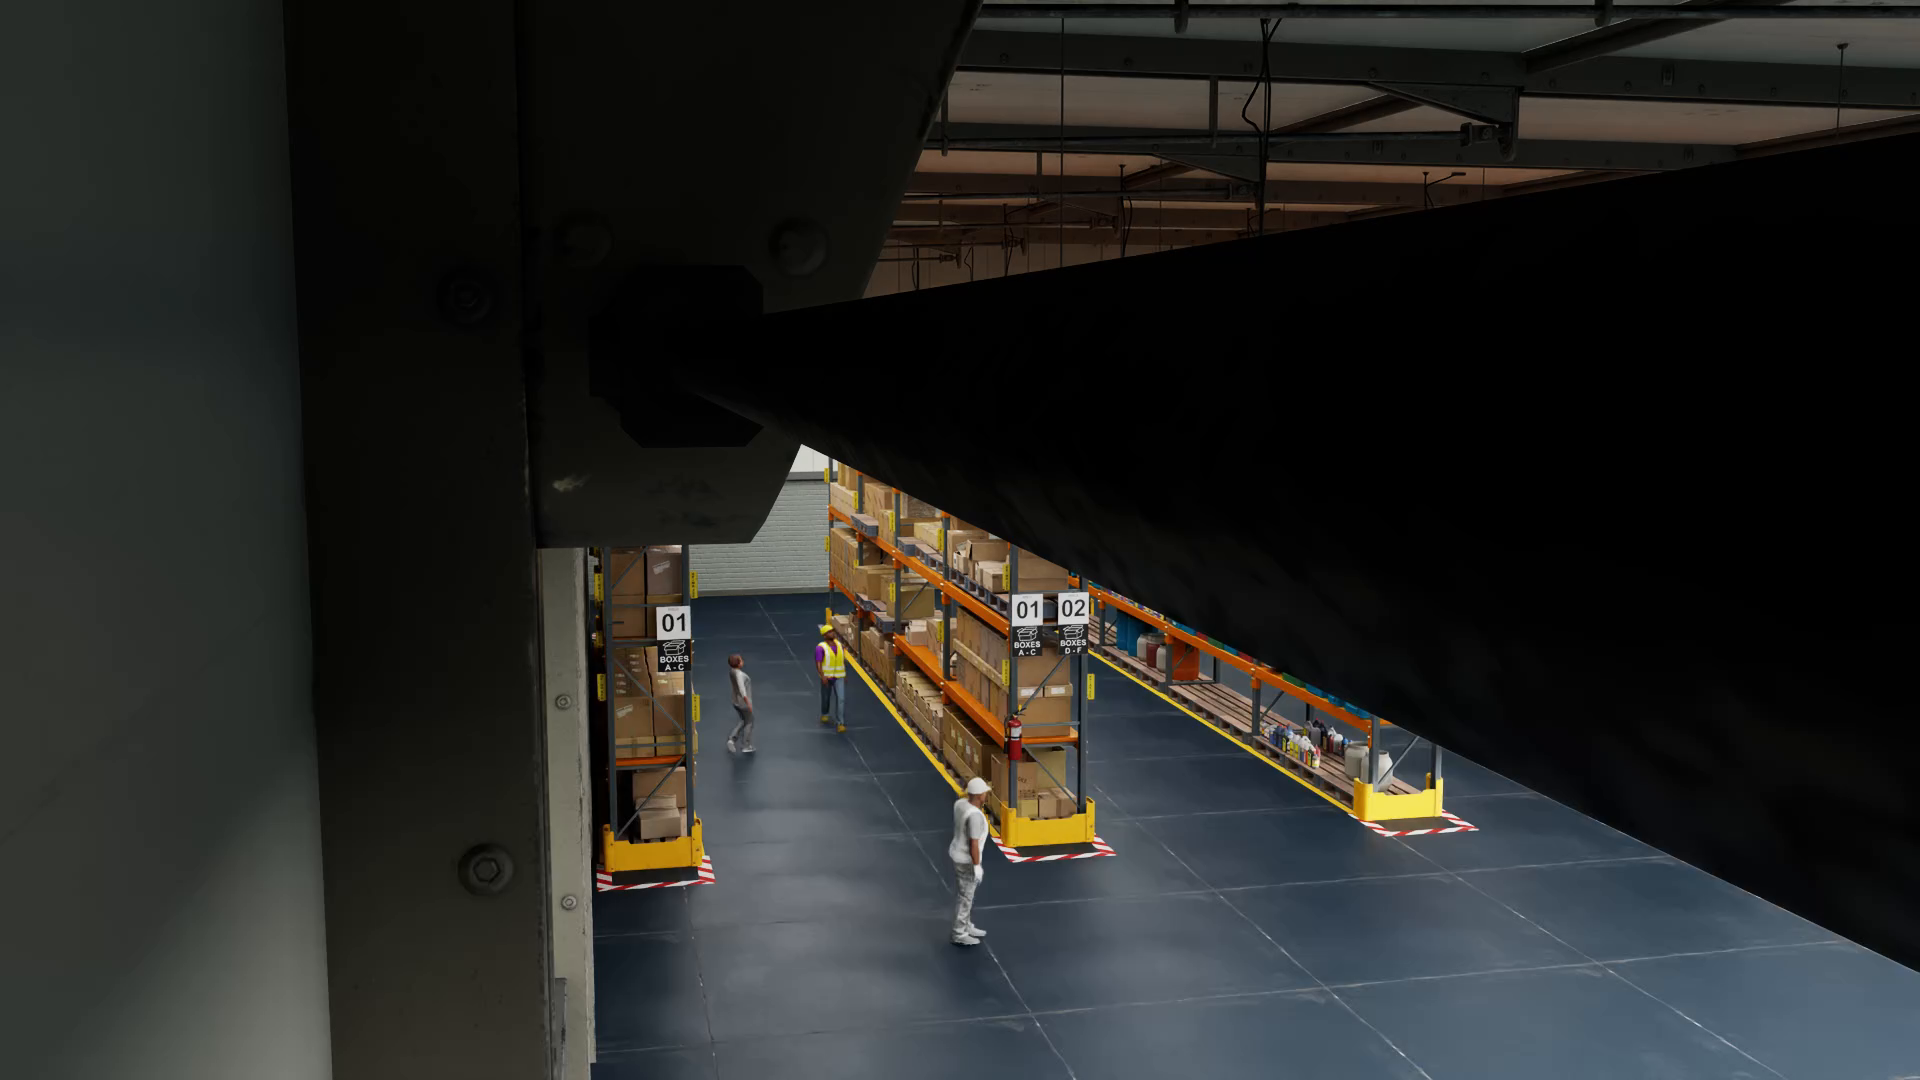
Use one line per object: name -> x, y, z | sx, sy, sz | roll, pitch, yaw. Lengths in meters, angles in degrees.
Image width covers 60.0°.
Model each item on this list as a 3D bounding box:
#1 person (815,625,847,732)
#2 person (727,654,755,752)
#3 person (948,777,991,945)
person -> -2.097, 2.255, 27.254 | 0.565, 1.705, 1.042 | -1, 7, -12
person -> -3.352, 2.525, 25.655 | 0.500, 1.566, 0.434 | -5, 9, -38
person -> 0.110, 3.376, 17.558 | 0.438, 1.788, 0.604 | -1, 7, -11
